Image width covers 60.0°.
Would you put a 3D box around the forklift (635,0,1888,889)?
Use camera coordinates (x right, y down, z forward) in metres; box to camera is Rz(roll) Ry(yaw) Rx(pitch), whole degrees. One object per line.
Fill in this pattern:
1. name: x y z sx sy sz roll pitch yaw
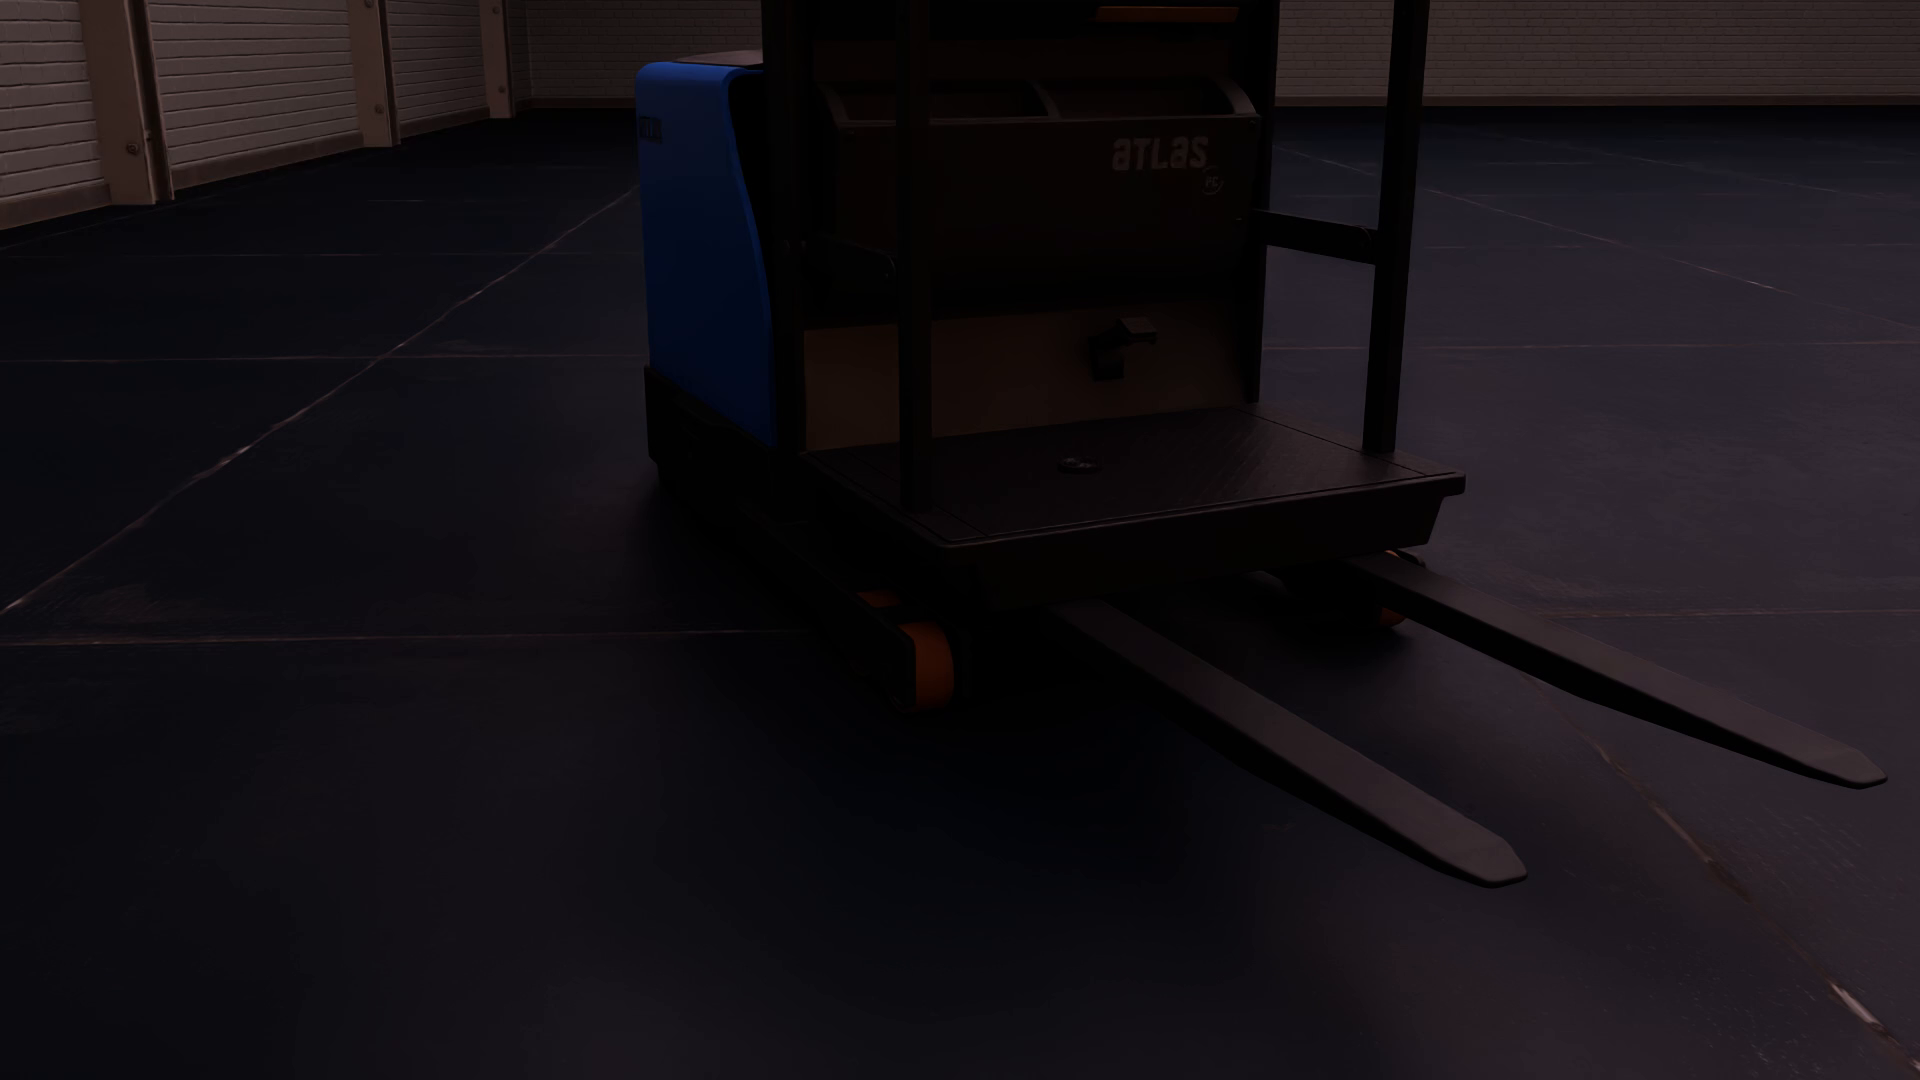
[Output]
1. forklift: 0.258 -1.240 2.962 1.130 2.935 3.031 -8 19 -24
